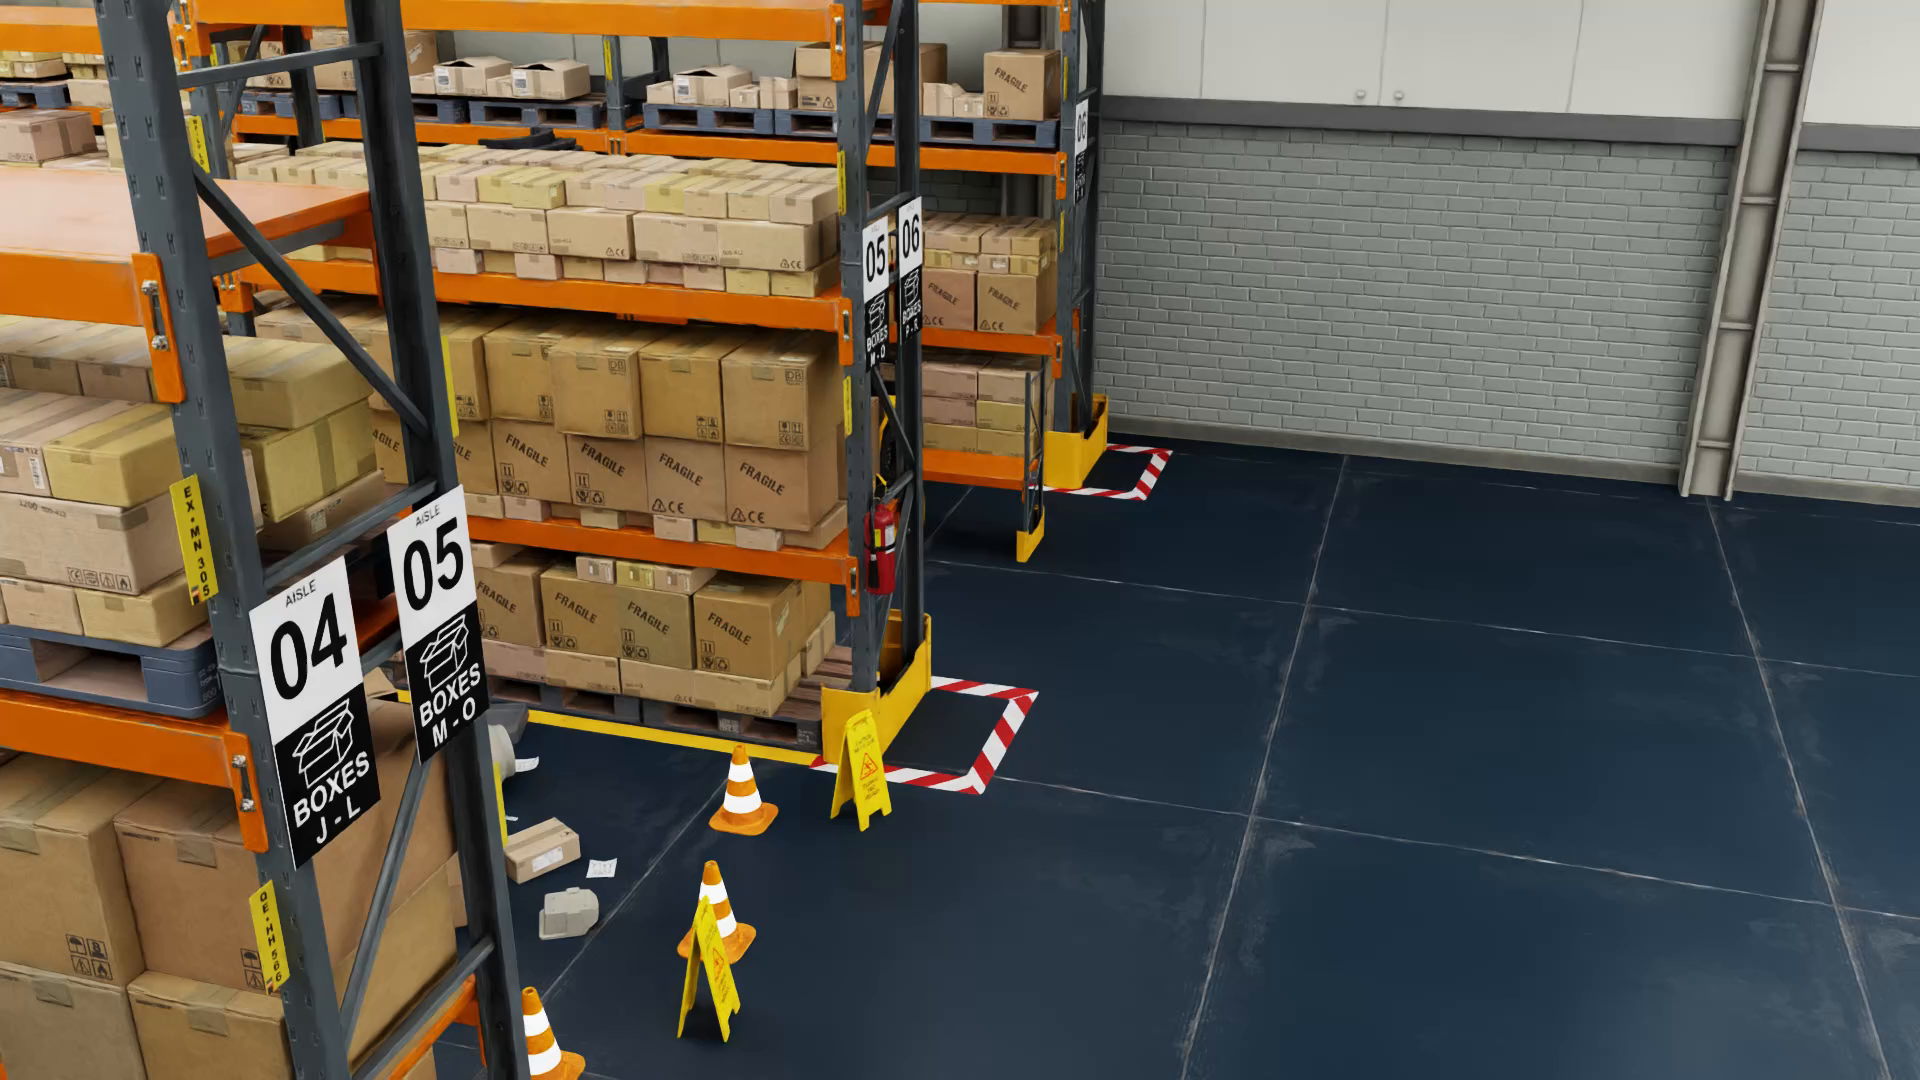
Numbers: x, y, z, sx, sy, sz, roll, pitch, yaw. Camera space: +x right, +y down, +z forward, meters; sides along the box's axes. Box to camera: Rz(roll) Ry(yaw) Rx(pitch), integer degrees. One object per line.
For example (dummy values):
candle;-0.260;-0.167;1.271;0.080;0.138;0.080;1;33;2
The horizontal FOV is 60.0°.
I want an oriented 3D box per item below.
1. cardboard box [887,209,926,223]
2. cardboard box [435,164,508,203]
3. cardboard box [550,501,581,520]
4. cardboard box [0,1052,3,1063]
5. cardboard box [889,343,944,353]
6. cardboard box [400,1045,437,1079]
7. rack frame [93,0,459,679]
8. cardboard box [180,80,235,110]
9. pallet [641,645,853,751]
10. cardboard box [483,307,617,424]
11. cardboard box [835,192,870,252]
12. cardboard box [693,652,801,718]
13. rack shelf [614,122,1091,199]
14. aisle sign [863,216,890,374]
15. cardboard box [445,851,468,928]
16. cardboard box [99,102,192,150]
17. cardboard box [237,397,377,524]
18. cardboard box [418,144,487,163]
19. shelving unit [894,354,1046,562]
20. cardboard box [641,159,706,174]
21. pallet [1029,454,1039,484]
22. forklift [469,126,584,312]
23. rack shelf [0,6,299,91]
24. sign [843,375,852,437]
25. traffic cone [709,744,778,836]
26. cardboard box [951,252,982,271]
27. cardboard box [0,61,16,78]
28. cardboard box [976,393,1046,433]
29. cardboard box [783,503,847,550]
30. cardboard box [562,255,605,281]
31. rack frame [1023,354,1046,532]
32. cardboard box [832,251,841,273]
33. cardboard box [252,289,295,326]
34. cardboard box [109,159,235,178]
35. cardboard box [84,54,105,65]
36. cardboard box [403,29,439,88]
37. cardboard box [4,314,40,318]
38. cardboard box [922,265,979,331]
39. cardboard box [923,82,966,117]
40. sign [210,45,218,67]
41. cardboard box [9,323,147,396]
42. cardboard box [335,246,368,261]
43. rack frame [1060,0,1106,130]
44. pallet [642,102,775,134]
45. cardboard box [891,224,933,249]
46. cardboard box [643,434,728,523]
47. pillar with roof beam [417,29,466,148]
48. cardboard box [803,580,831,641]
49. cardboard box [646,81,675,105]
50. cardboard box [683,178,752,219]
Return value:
cardboard box;-0.473;-2.829;14.740;0.250;0.149;0.380;6;23;14
cardboard box;-2.791;-2.048;9.542;0.250;0.149;0.380;6;23;15
cardboard box;-2.309;-0.266;10.203;0.250;0.149;0.380;7;23;16
cardboard box;-3.165;1.312;5.827;0.550;0.550;0.875;7;23;16
cardboard box;-0.362;-1.667;15.038;0.500;0.250;0.500;6;23;15
cardboard box;-2.433;2.303;5.854;0.875;0.875;0.875;7;23;16
rack frame;-1.764;-1.211;4.269;0.127;3.000;1.000;7;23;16
cardboard box;-7.222;-4.212;15.736;0.500;0.250;0.500;6;23;14
pallet;-1.272;0.935;10.617;1.213;0.211;1.003;7;23;16
cardboard box;-2.421;-1.050;9.940;0.500;0.500;0.700;6;23;15
cardboard box;-0.836;-1.853;9.592;0.500;0.250;0.500;6;23;15
cardboard box;-1.306;0.840;10.245;0.500;0.250;0.500;6;23;15
rack shelf;-0.916;-3.323;14.318;4.000;0.370;1.077;7;23;16
aisle sign;-0.456;-1.335;9.052;0.004;0.787;0.394;7;23;16
cardboard box;-2.844;1.638;8.520;0.637;0.503;0.797;-9;24;-21
cardboard box;-5.185;-2.688;10.808;0.500;0.250;0.500;6;23;14
cardboard box;-2.152;-0.278;5.068;0.500;0.250;0.500;6;23;15
cardboard box;-3.114;-2.326;10.220;0.250;0.149;0.380;7;23;17
shelving unit;0.073;-0.686;12.870;1.083;1.500;0.587;7;23;16
cardboard box;-1.664;-2.117;9.711;0.250;0.149;0.380;6;23;15
pallet;0.255;-0.827;14.913;1.213;0.211;1.003;7;23;16
forklift;-3.987;-2.006;14.204;3.031;2.935;1.130;9;24;21
rack shelf;-6.176;-3.160;10.496;4.000;0.370;1.077;7;23;16
sign;-0.611;-0.727;9.053;0.005;0.325;0.100;7;23;16
traffic cone;-1.216;1.351;9.273;0.334;0.463;0.336;7;23;16
cardboard box;0.102;-2.399;14.085;0.250;0.149;0.380;7;23;17
cardboard box;-9.099;-4.557;16.024;0.250;0.149;0.380;7;23;17
cardboard box;0.443;-1.142;14.417;0.500;0.250;0.500;6;23;15
cardboard box;-0.851;-0.092;9.777;0.250;0.149;0.380;7;23;17
cardboard box;-2.072;-1.604;9.512;0.250;0.149;0.380;6;23;14
rack frame;0.568;-0.629;12.732;0.032;1.500;0.500;7;23;16
cardboard box;-0.655;-1.671;9.674;0.250;0.149;0.380;7;23;16
cardboard box;-4.609;-1.541;11.049;0.250;0.149;0.380;6;23;15
cardboard box;-4.862;-2.207;10.295;0.500;0.250;0.500;6;23;14
cardboard box;-8.075;-4.612;15.793;0.250;0.149;0.380;6;23;14
cardboard box;-5.062;-4.321;14.986;0.500;0.500;0.500;7;23;17
cardboard box;-6.238;-1.198;11.067;0.500;0.500;0.500;6;23;13
cardboard box;-0.042;-2.114;14.243;0.500;0.500;0.500;7;23;17
cardboard box;-0.125;-3.623;13.594;0.258;0.266;0.396;7;23;16
sign;-6.819;-4.356;15.207;0.005;0.325;0.100;7;23;16
cardboard box;-2.719;-0.552;5.211;0.250;0.149;0.380;7;23;16
cardboard box;-3.529;-1.795;9.978;0.250;0.149;0.380;7;23;16
rack frame;0.999;-4.824;13.078;0.127;3.000;1.000;7;23;16
pallet;-2.006;-3.750;14.528;1.213;0.211;1.003;7;23;16
cardboard box;-0.407;-2.572;14.115;0.250;0.149;0.380;7;23;17
cardboard box;-1.509;-0.445;9.782;0.500;0.500;0.500;7;23;16
pillar with roof beam;-6.395;-4.321;11.853;0.400;9.000;9.100;7;23;16
cardboard box;-1.147;0.295;10.585;0.500;0.500;0.500;6;23;14
cardboard box;-2.489;-3.840;14.276;0.250;0.149;0.380;7;23;17
cardboard box;-1.326;-1.878;9.130;0.250;0.149;0.380;6;23;15
